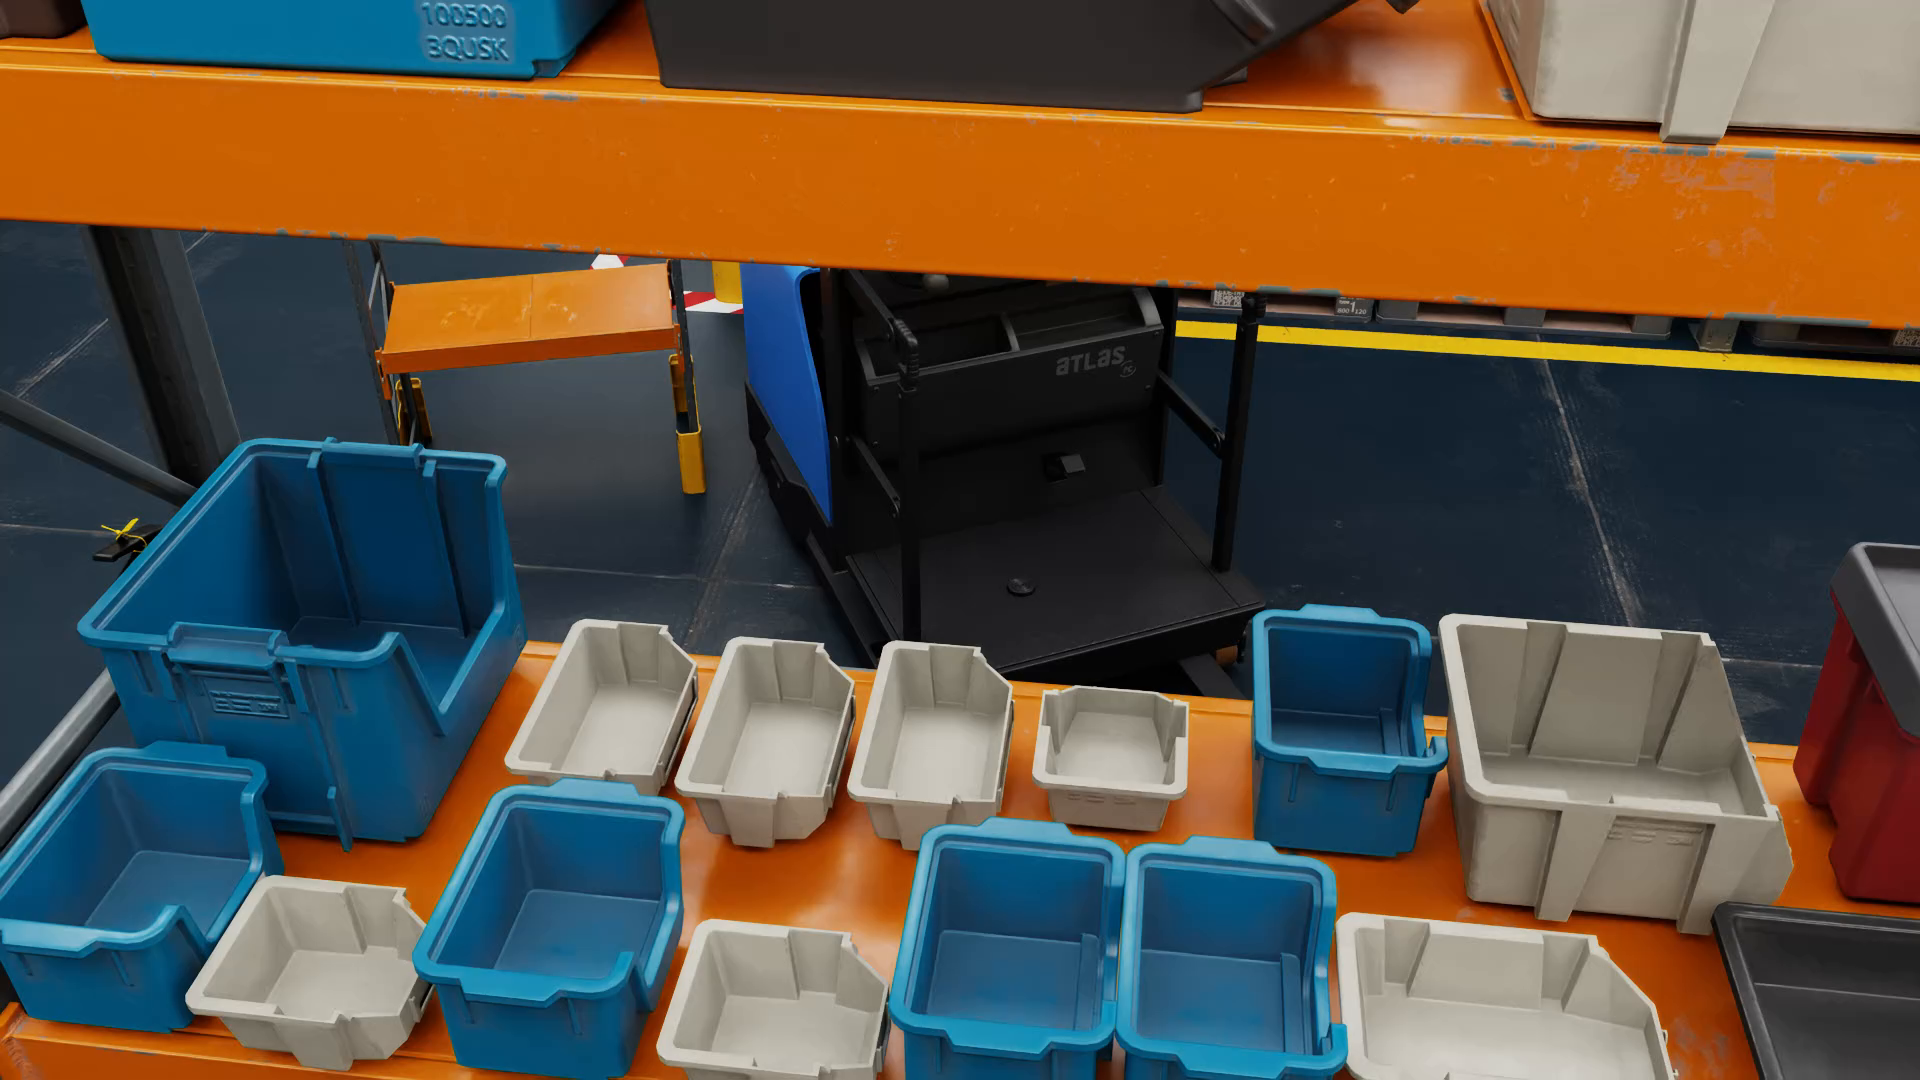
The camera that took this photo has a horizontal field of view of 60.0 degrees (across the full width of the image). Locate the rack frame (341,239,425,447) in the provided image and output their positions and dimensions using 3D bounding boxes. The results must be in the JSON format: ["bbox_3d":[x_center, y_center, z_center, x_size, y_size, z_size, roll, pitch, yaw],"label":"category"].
[{"bbox_3d":[-1.987,-0.837,5.632,0.032,1.500,0.500,-6,36,-9],"label":"rack frame"}]

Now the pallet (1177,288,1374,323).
[{"bbox_3d":[1.205,-1.331,7.434,1.213,0.211,1.003,4,36,6],"label":"pallet"}]

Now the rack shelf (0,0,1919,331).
[{"bbox_3d":[0.548,-0.499,1.904,4.000,0.370,1.077,4,36,6],"label":"rack shelf"}]

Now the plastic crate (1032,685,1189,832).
[{"bbox_3d":[0.257,0.368,2.828,0.250,0.136,0.298,4,36,6],"label":"plastic crate"}]

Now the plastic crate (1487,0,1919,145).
[{"bbox_3d":[0.723,-0.549,1.457,0.530,0.282,0.437,4,36,6],"label":"plastic crate"}]

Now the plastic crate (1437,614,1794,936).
[{"bbox_3d":[1.041,0.382,2.683,0.530,0.282,0.437,4,36,6],"label":"plastic crate"}]

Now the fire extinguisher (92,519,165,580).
[{"bbox_3d":[-1.527,0.192,3.287,0.183,0.674,0.296,4,36,6],"label":"fire extinguisher"}]

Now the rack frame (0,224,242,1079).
[{"bbox_3d":[-1.436,0.282,2.773,0.127,3.000,1.000,4,36,6],"label":"rack frame"}]

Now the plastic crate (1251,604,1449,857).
[{"bbox_3d":[0.634,0.329,2.799,0.300,0.233,0.416,4,36,6],"label":"plastic crate"}]

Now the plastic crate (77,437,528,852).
[{"bbox_3d":[-1.080,0.160,2.862,0.499,0.435,0.616,4,36,6],"label":"plastic crate"}]

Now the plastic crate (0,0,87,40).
[{"bbox_3d":[-1.089,-0.697,1.675,0.590,0.269,0.497,4,36,6],"label":"plastic crate"}]

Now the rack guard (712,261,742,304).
[{"bbox_3d":[-0.829,-1.557,7.501,0.348,0.500,1.175,4,36,6],"label":"rack guard"}]

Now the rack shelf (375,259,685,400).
[{"bbox_3d":[-1.487,-0.746,5.814,1.000,0.185,0.538,-6,36,-9],"label":"rack shelf"}]

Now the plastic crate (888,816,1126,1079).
[{"bbox_3d":[0.073,0.631,2.377,0.300,0.233,0.416,4,36,6],"label":"plastic crate"}]

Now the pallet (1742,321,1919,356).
[{"bbox_3d":[3.938,-1.128,7.148,1.213,0.211,1.003,4,36,6],"label":"pallet"}]

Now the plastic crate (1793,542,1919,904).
[{"bbox_3d":[1.678,0.316,2.618,0.583,0.464,0.402,4,36,6],"label":"plastic crate"}]

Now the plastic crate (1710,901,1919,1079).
[{"bbox_3d":[1.387,0.737,2.320,0.590,0.125,0.437,4,36,6],"label":"plastic crate"}]

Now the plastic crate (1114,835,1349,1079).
[{"bbox_3d":[0.371,0.653,2.346,0.300,0.233,0.416,4,36,6],"label":"plastic crate"}]

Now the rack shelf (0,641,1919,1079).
[{"bbox_3d":[0.548,0.722,2.775,4.000,0.370,1.077,4,36,6],"label":"rack shelf"}]

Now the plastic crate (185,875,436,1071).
[{"bbox_3d":[-0.925,0.644,2.441,0.298,0.136,0.250,4,36,6],"label":"plastic crate"}]

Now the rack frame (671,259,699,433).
[{"bbox_3d":[-0.988,-0.948,5.787,0.032,1.500,0.500,-6,36,-9],"label":"rack frame"}]

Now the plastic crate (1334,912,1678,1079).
[{"bbox_3d":[0.766,0.705,2.356,0.466,0.136,0.293,4,36,6],"label":"plastic crate"}]

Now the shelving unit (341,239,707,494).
[{"bbox_3d":[-1.496,-0.891,5.708,1.083,1.500,0.587,-6,36,-9],"label":"shelving unit"}]

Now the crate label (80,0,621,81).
[{"bbox_3d":[-0.562,-0.624,1.589,0.502,0.251,0.408,4,36,6],"label":"crate label"}]

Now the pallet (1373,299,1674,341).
[{"bbox_3d":[2.418,-1.243,7.309,1.213,0.211,1.003,4,36,6],"label":"pallet"}]

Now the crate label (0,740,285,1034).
[{"bbox_3d":[-1.233,0.533,2.513,0.303,0.233,0.416,4,36,6],"label":"crate label"}]

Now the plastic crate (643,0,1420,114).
[{"bbox_3d":[0.045,-0.643,1.540,0.767,0.338,0.504,4,36,6],"label":"plastic crate"}]

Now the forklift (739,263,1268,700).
[{"bbox_3d":[0.227,-0.855,4.426,1.130,2.935,3.031,-13,37,-17],"label":"forklift"}]

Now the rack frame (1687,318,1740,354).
[{"bbox_3d":[3.163,-2.276,6.357,0.127,3.000,1.000,4,36,6],"label":"rack frame"}]

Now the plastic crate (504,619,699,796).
[{"bbox_3d":[-0.604,0.320,2.894,0.243,0.136,0.396,4,36,6],"label":"plastic crate"}]

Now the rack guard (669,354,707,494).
[{"bbox_3d":[-1.007,-0.437,6.147,0.087,0.250,0.587,-6,36,-9],"label":"rack guard"}]

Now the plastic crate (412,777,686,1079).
[{"bbox_3d":[-0.580,0.582,2.445,0.300,0.233,0.416,4,36,6],"label":"plastic crate"}]

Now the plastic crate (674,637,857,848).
[{"bbox_3d":[-0.318,0.350,2.852,0.243,0.136,0.396,4,36,6],"label":"plastic crate"}]

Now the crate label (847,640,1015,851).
[{"bbox_3d":[-0.039,0.357,2.843,0.243,0.136,0.396,4,36,6],"label":"crate label"}]

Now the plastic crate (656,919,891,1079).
[{"bbox_3d":[-0.252,0.694,2.371,0.298,0.136,0.250,4,36,6],"label":"plastic crate"}]

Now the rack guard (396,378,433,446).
[{"bbox_3d":[-1.985,-0.328,5.995,0.087,0.250,0.587,-6,36,-9],"label":"rack guard"}]
